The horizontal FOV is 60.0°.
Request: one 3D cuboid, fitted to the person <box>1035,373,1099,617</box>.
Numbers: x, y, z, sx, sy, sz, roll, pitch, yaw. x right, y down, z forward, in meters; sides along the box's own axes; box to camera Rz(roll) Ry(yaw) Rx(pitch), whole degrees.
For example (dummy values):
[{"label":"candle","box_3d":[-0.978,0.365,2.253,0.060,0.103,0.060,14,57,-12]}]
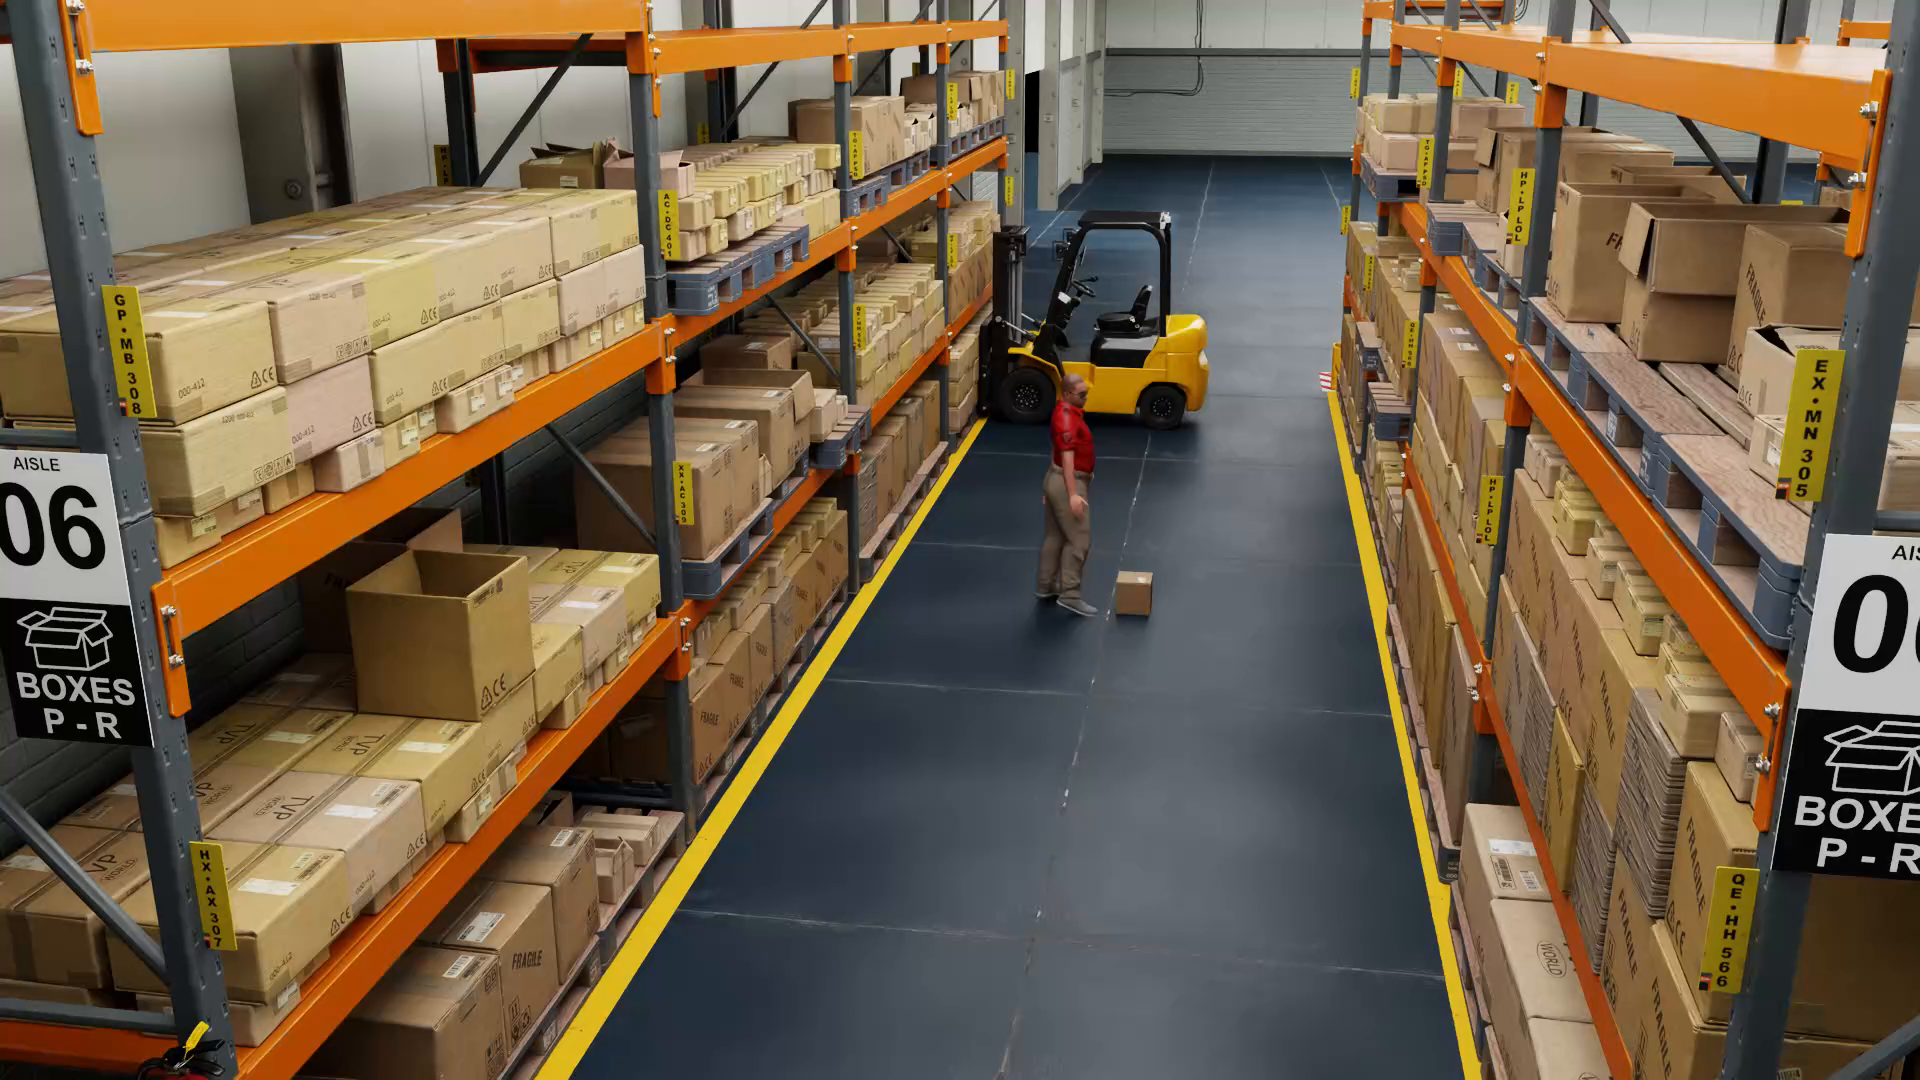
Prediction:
[{"label":"person","box_3d":[0.791,-0.328,12.083,0.435,1.766,0.689,-2,18,-5]}]
